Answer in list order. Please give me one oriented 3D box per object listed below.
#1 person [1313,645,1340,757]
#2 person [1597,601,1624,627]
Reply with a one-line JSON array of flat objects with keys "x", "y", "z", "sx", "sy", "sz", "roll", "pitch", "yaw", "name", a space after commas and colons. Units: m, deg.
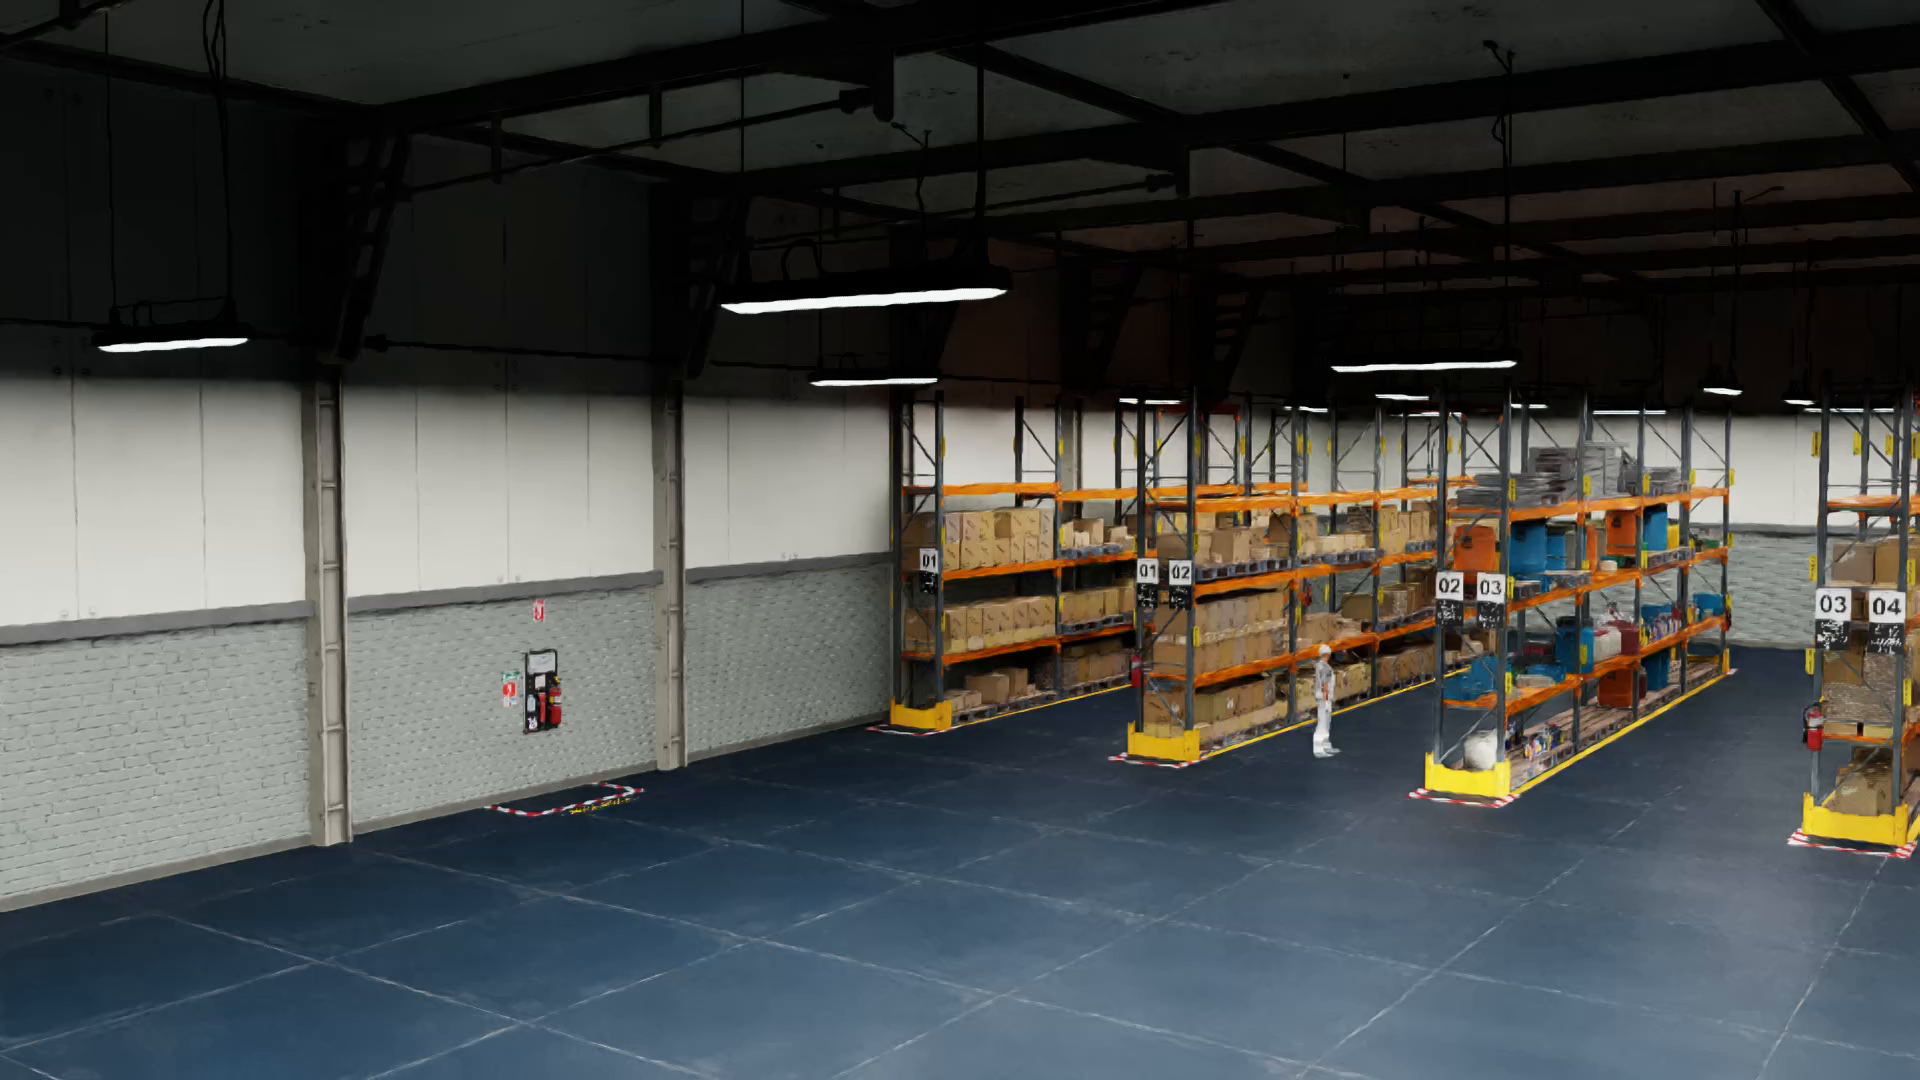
[{"x": 5.933, "y": 2.580, "z": 26.837, "sx": 0.454, "sy": 1.788, "sz": 0.593, "roll": 0, "pitch": 3, "yaw": 7, "name": "person"}, {"x": 14.365, "y": 2.132, "z": 36.650, "sx": 0.639, "sy": 1.632, "sz": 0.511, "roll": 2, "pitch": 4, "yaw": 33, "name": "person"}]
